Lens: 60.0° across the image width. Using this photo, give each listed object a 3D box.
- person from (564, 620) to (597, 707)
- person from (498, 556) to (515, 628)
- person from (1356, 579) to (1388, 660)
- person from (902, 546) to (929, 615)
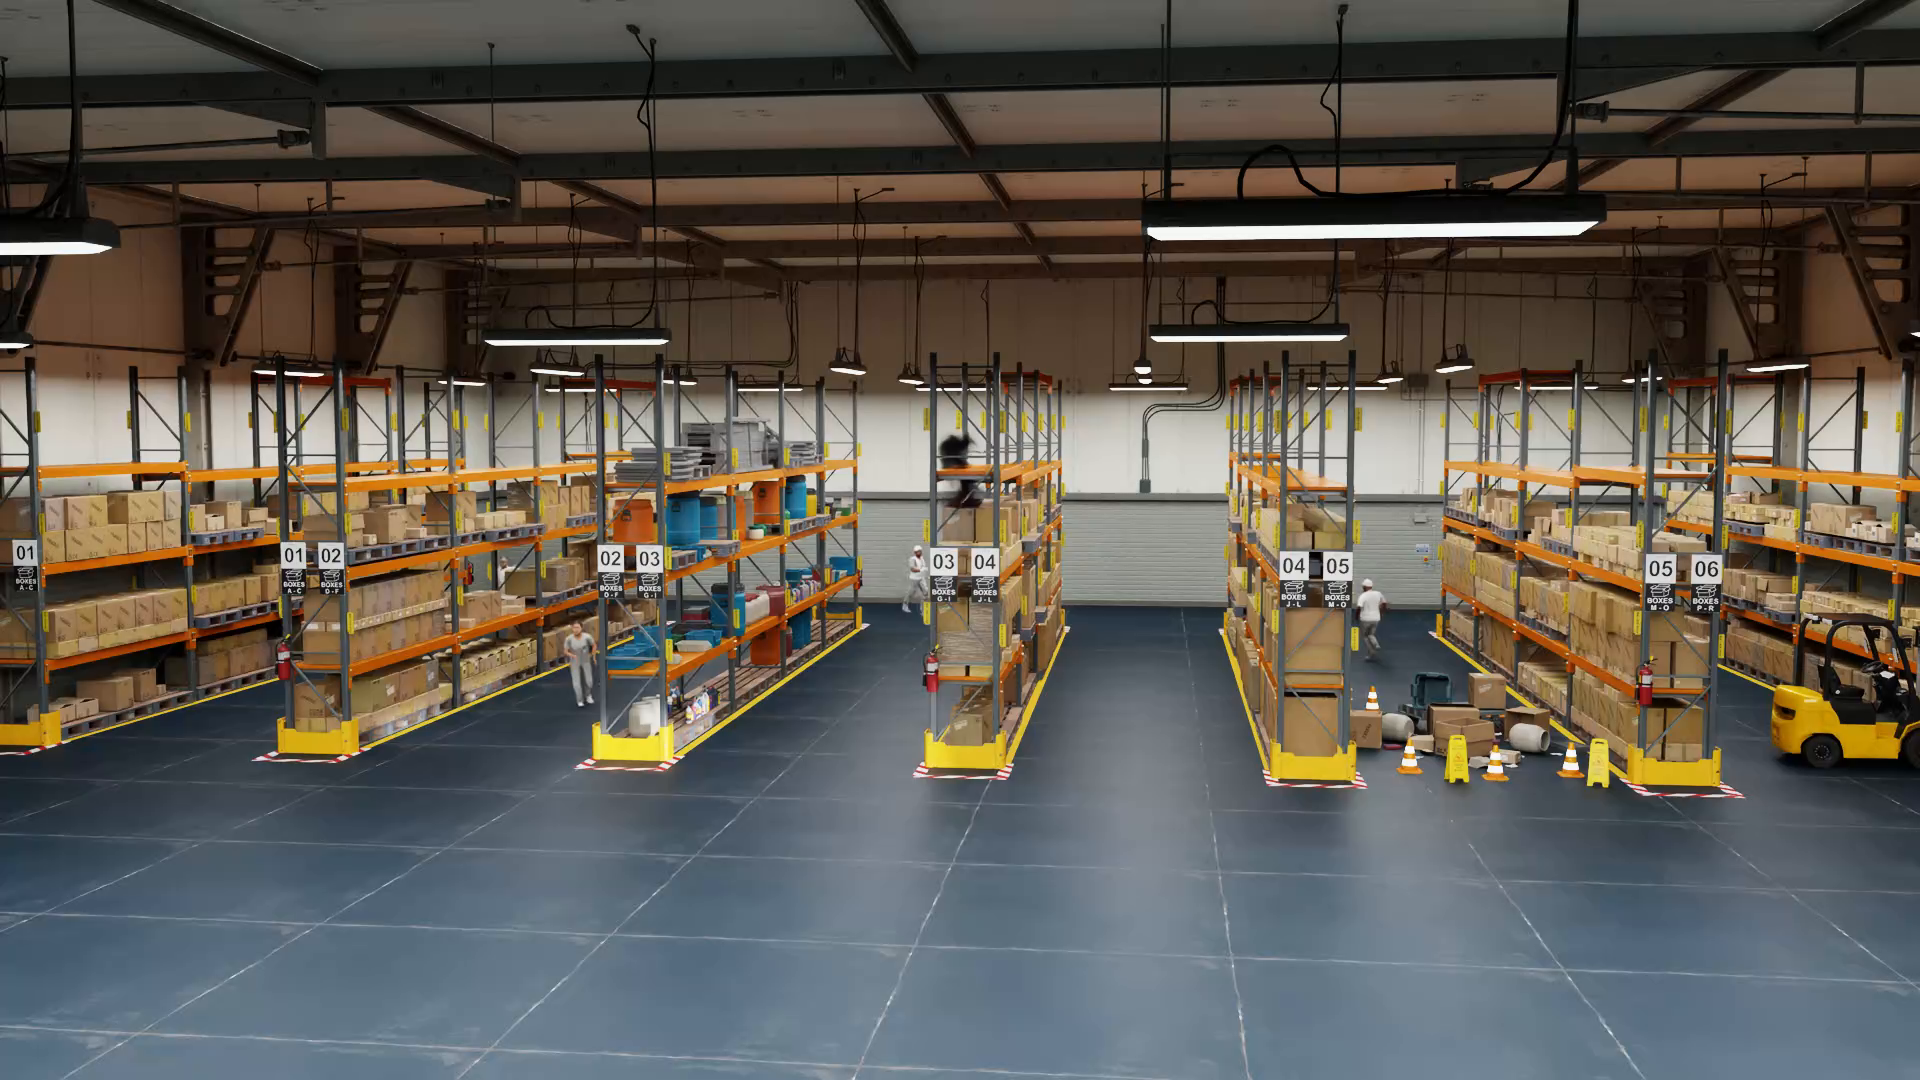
[{"bbox_3d":[-6.642,2.170,29.102,0.562,1.560,0.751,-1,4,-12],"label":"person"},{"bbox_3d":[-11.159,1.258,40.911,0.659,1.735,0.781,0,4,0],"label":"person"},{"bbox_3d":[8.657,1.683,34.909,0.744,1.712,0.614,-1,4,-16],"label":"person"},{"bbox_3d":[-1.115,1.060,43.109,0.872,1.842,0.671,3,5,37],"label":"person"}]
